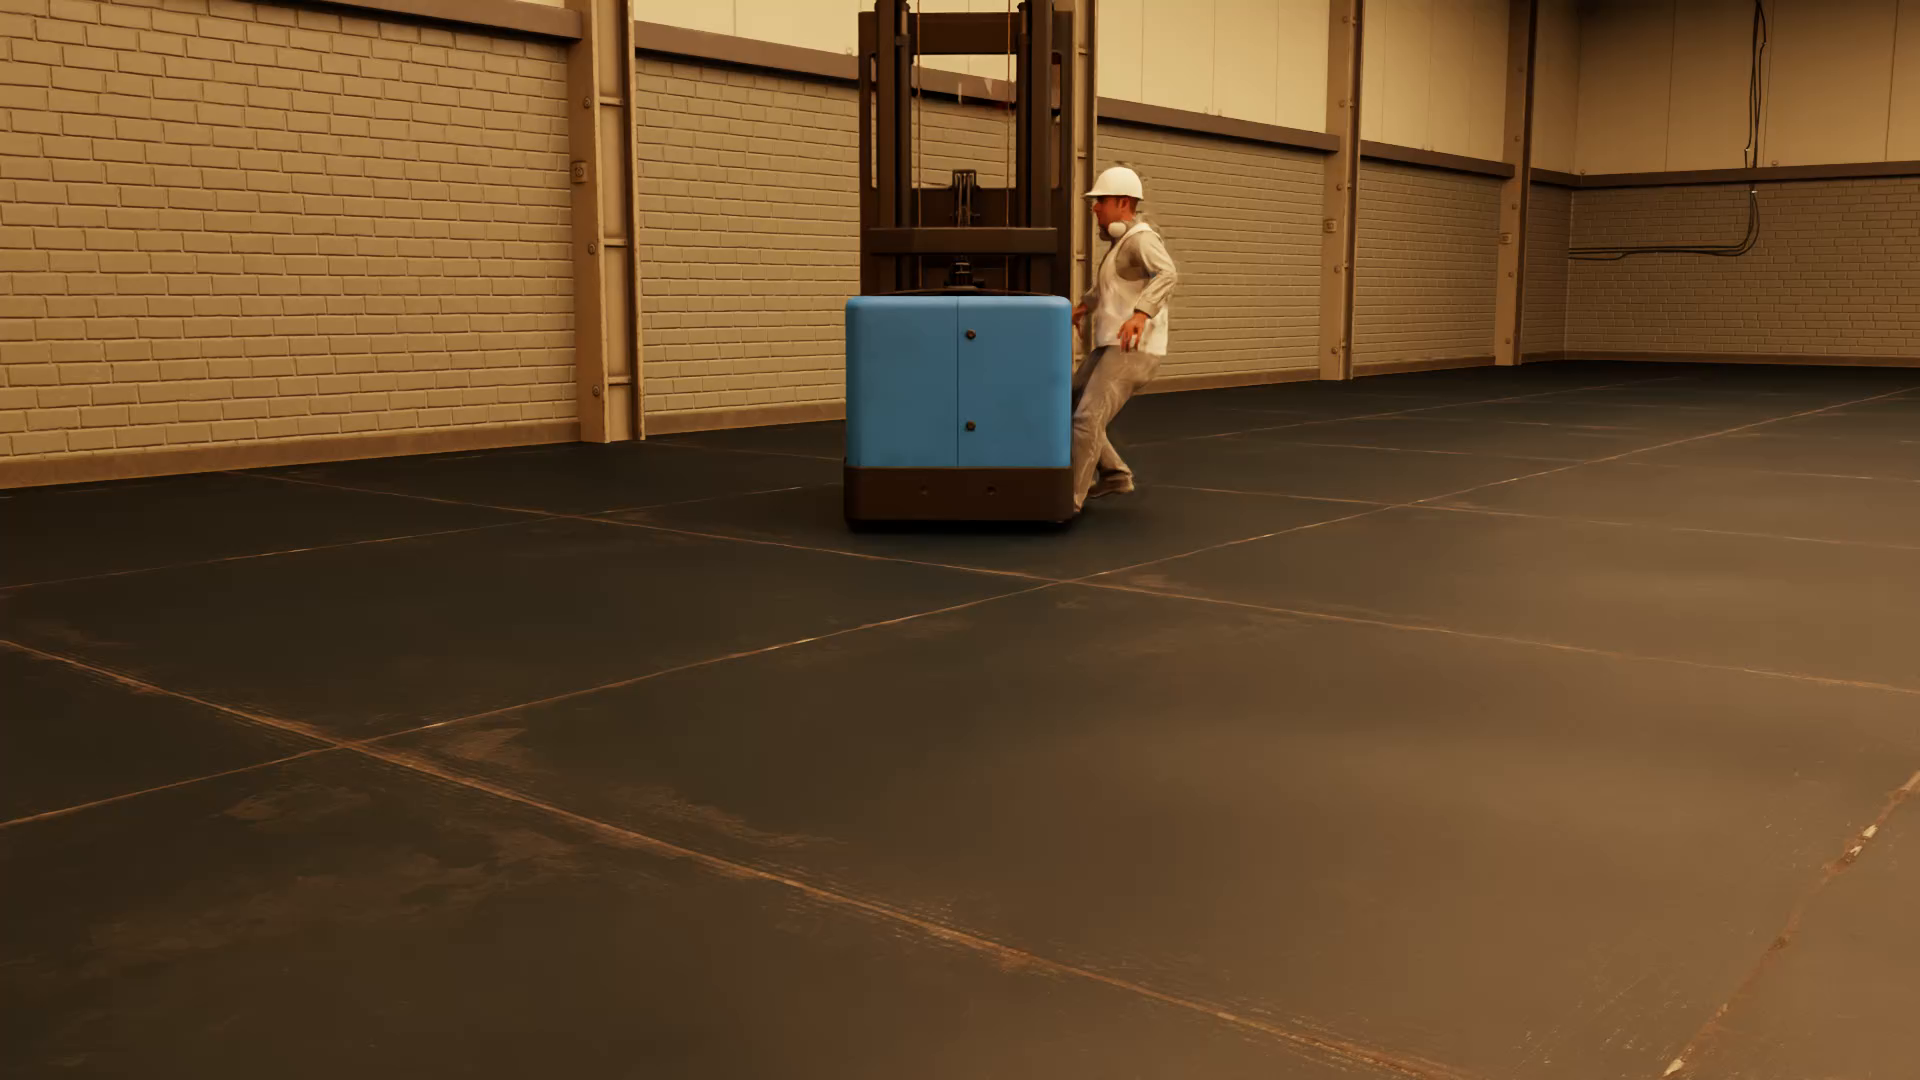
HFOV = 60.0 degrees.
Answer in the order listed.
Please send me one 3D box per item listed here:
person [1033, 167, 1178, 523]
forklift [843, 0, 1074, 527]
[{"bbox_3d":[0.629,-0.953,8.108,0.764,1.696,0.948,0,8,-3],"label":"person"},{"bbox_3d":[0.036,-1.687,8.808,1.130,2.935,3.031,0,8,2],"label":"forklift"}]
